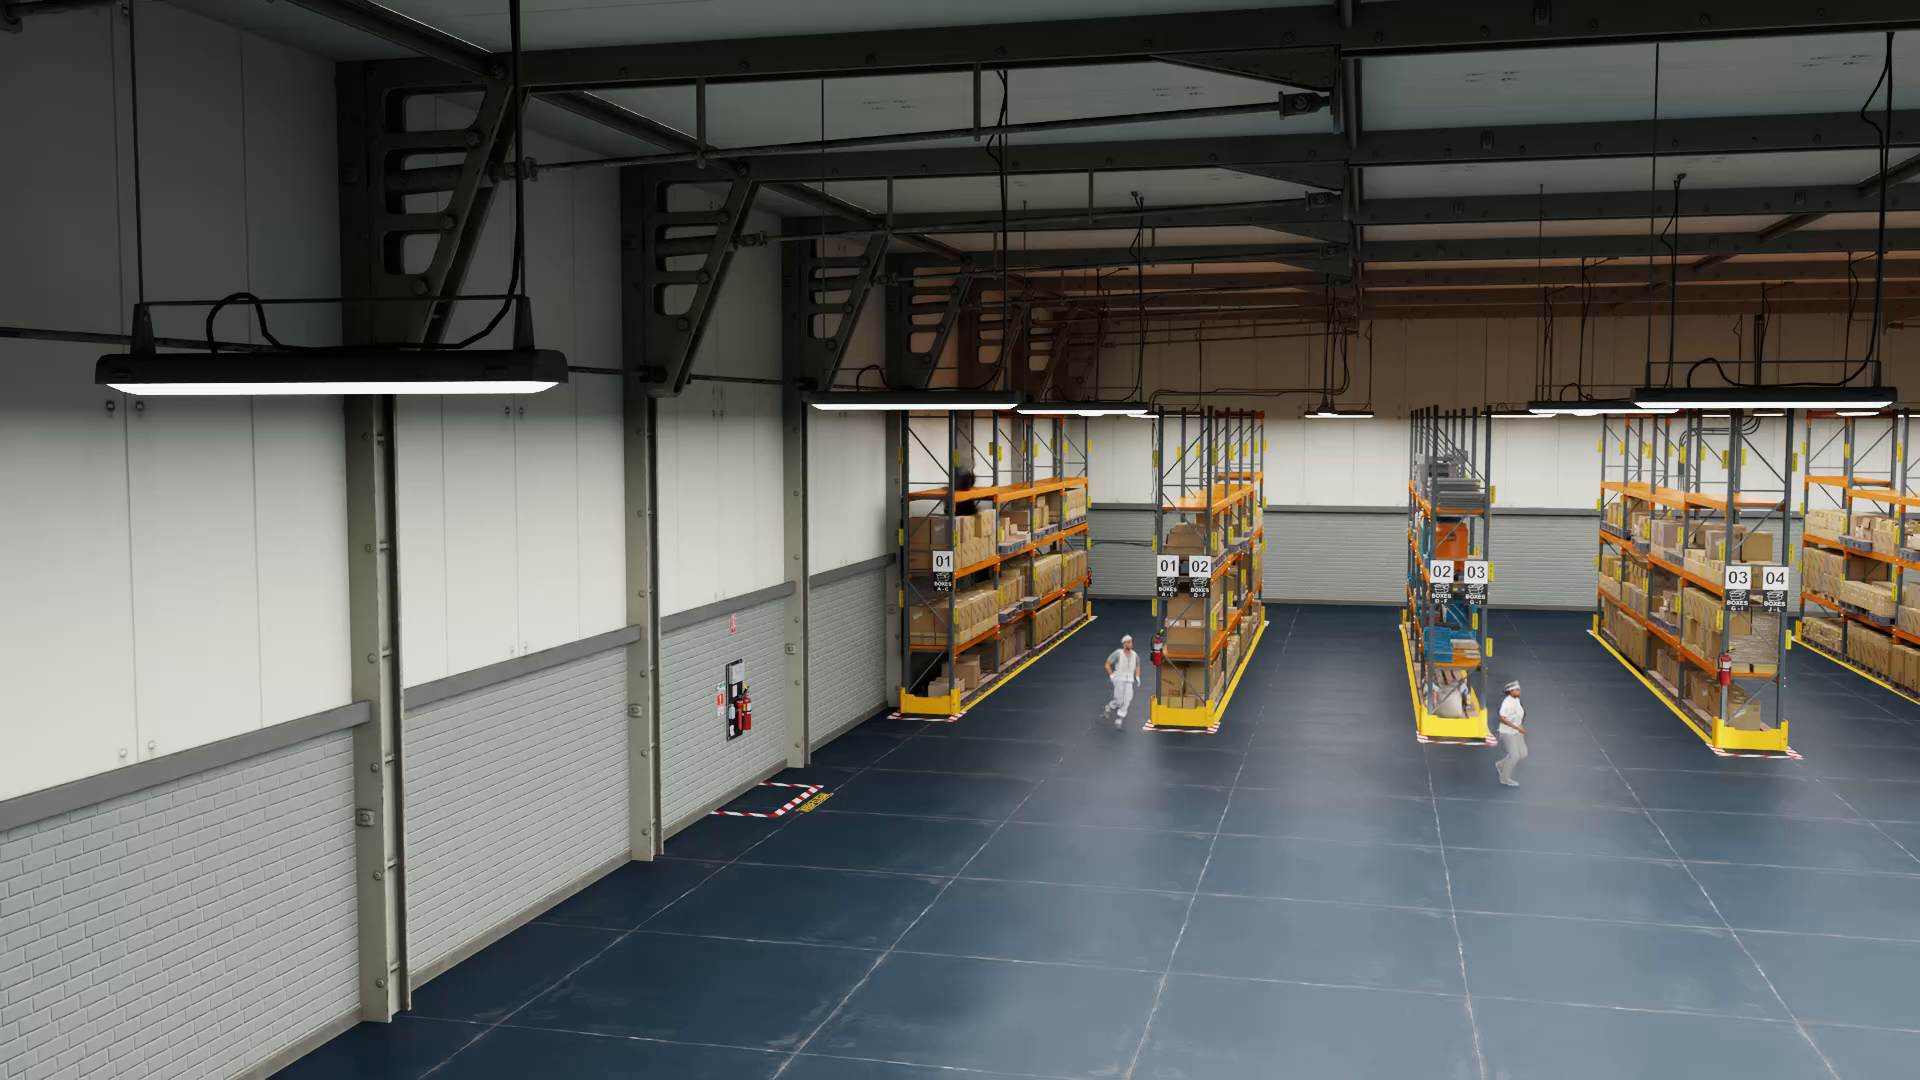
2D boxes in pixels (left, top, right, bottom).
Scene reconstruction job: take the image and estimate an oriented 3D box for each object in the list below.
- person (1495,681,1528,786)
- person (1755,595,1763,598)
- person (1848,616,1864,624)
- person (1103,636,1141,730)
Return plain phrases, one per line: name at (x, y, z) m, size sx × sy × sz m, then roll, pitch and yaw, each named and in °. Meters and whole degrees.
person at (8.657, 3.021, 26.085) m, size 0.533 × 1.661 × 0.593 m, roll 3°, pitch 5°, yaw 38°
person at (20.465, 1.800, 42.994) m, size 0.762 × 1.691 × 0.531 m, roll 3°, pitch 5°, yaw 39°
person at (23.782, 1.754, 44.210) m, size 0.686 × 1.677 × 0.575 m, roll 1°, pitch 4°, yaw 15°
person at (3.072, 2.640, 31.005) m, size 0.703 × 1.715 × 0.686 m, roll -2°, pitch 4°, yaw -20°
